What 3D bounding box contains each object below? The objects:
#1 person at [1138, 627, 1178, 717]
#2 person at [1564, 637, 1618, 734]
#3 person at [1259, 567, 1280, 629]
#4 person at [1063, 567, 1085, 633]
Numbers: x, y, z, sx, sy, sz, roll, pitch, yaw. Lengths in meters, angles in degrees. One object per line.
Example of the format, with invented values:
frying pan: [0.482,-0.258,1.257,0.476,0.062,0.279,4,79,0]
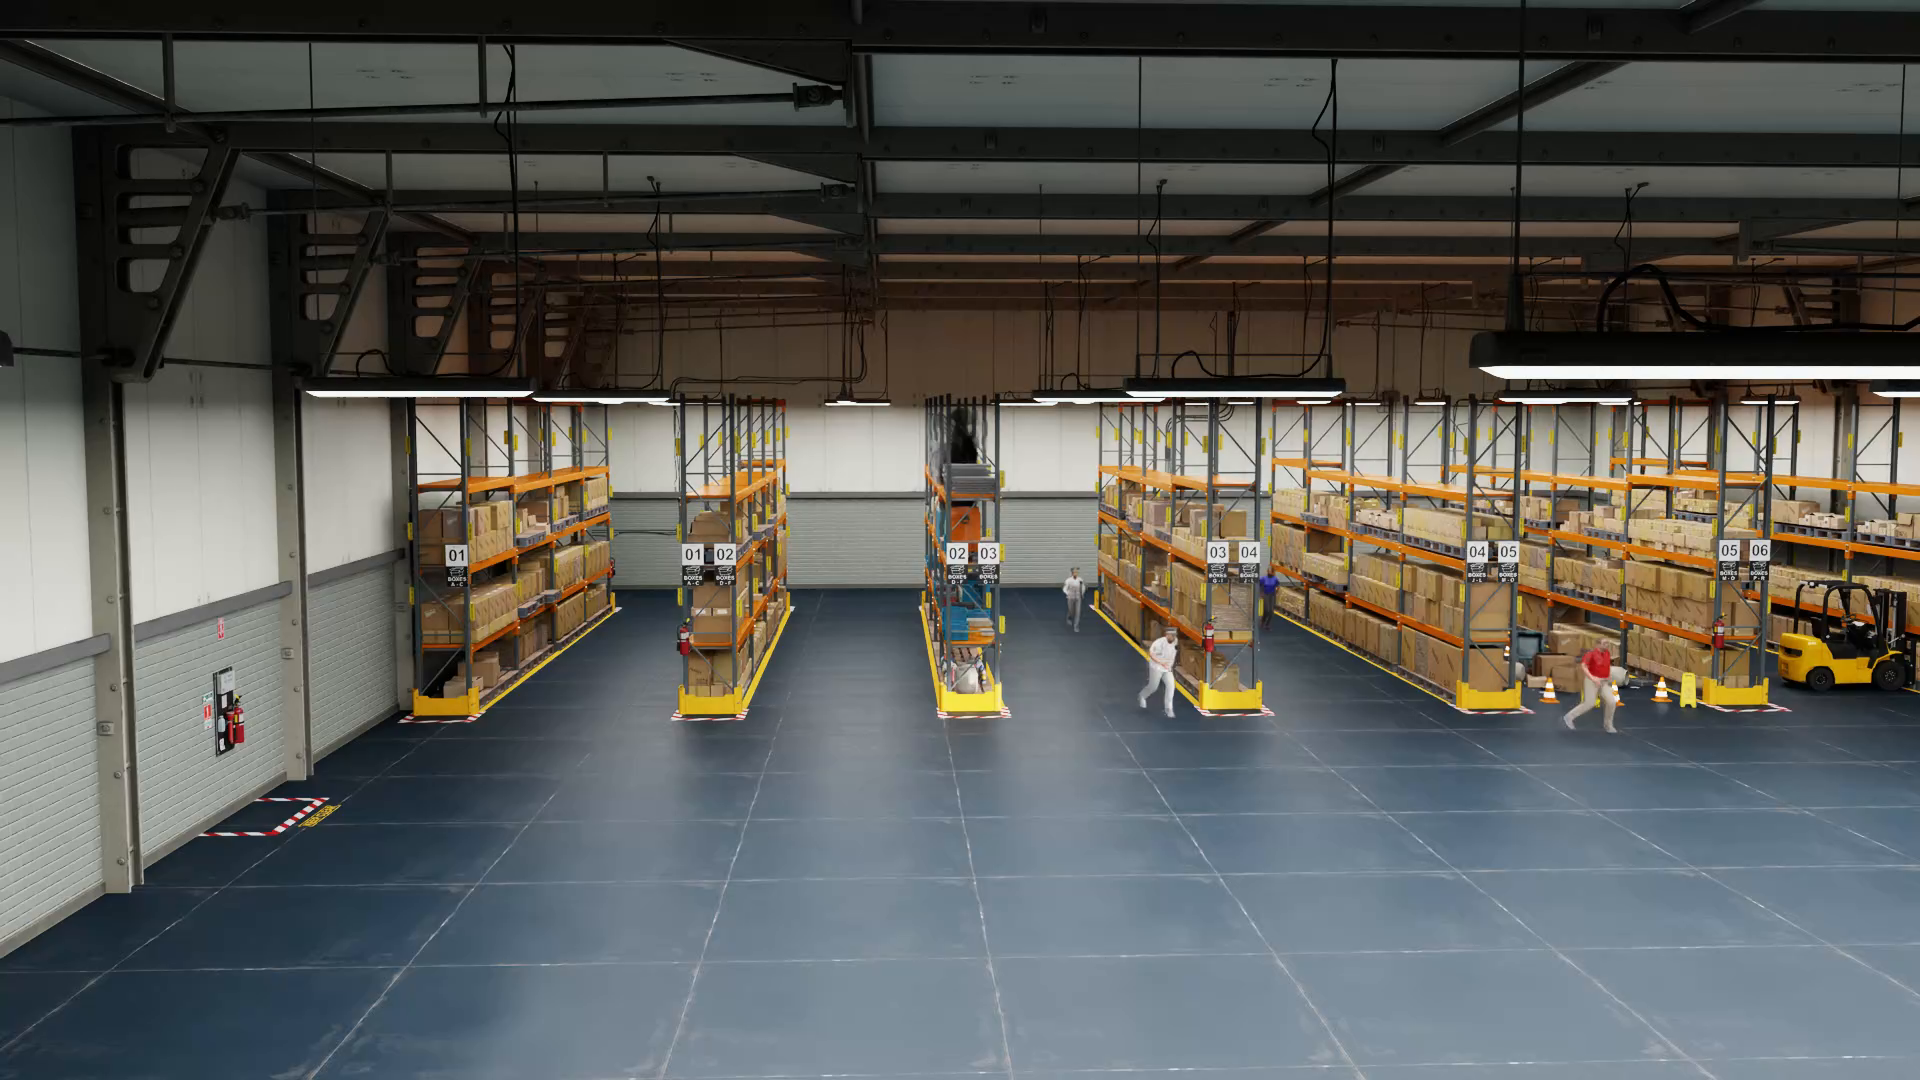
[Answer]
person: [3.720,2.445,31.261,0.701,1.722,1.022,-3,6,-36]
person: [11.247,2.578,29.483,0.897,1.735,0.735,-3,5,-33]
person: [8.033,1.509,43.080,0.560,1.621,0.574,0,5,-5]
person: [2.947,1.514,42.775,0.605,1.672,0.786,-1,5,-8]
